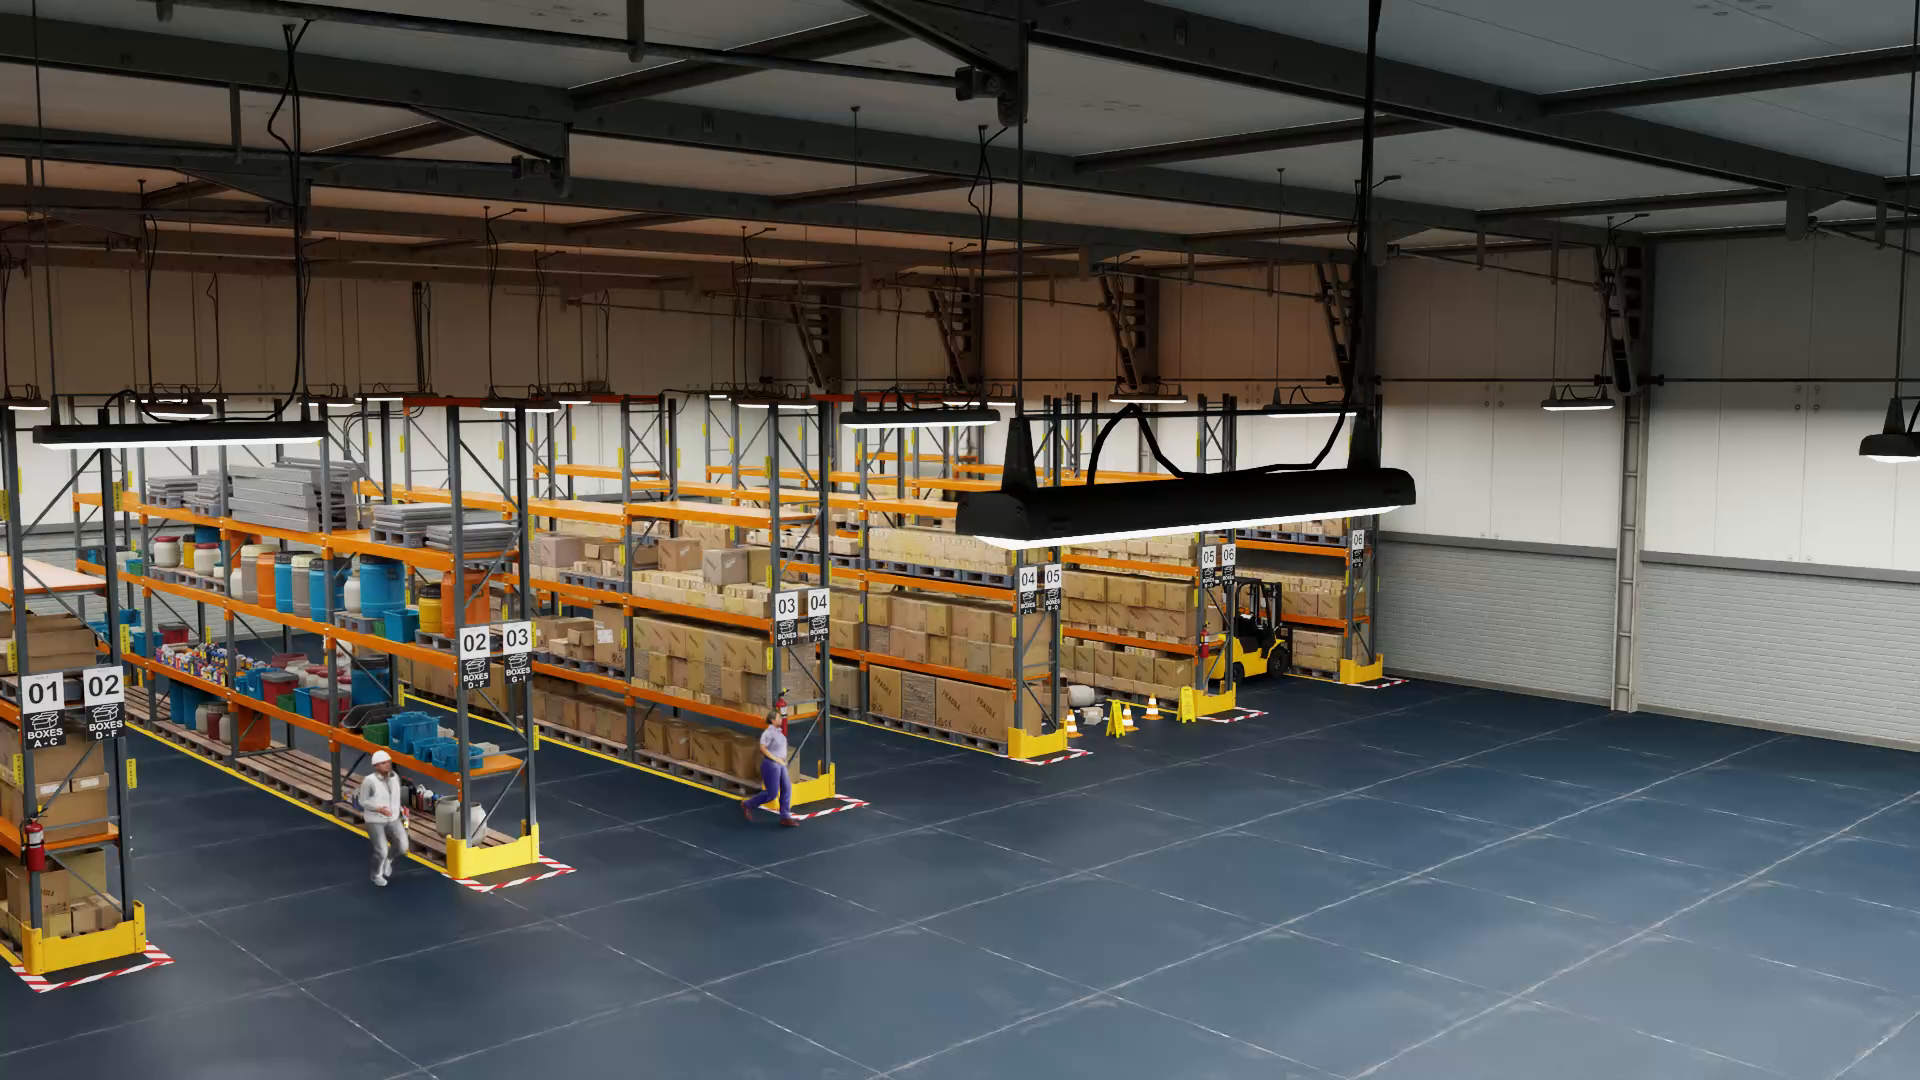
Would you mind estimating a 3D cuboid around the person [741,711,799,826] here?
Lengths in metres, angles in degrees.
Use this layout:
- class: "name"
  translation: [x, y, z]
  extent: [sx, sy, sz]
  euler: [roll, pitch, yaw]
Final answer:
- class: "person"
  translation: [-2.656, 3.243, 23.745]
  extent: [0.838, 1.604, 0.673]
  euler: [1, 6, 13]

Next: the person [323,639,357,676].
- class: "person"
  translation: [-11.808, 2.382, 31.711]
  extent: [0.864, 1.795, 0.723]
  euler: [5, 7, 40]

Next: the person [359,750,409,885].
- class: "person"
  translation: [-7.169, 3.476, 20.764]
  extent: [0.625, 1.724, 0.662]
  euler: [4, 7, 38]
